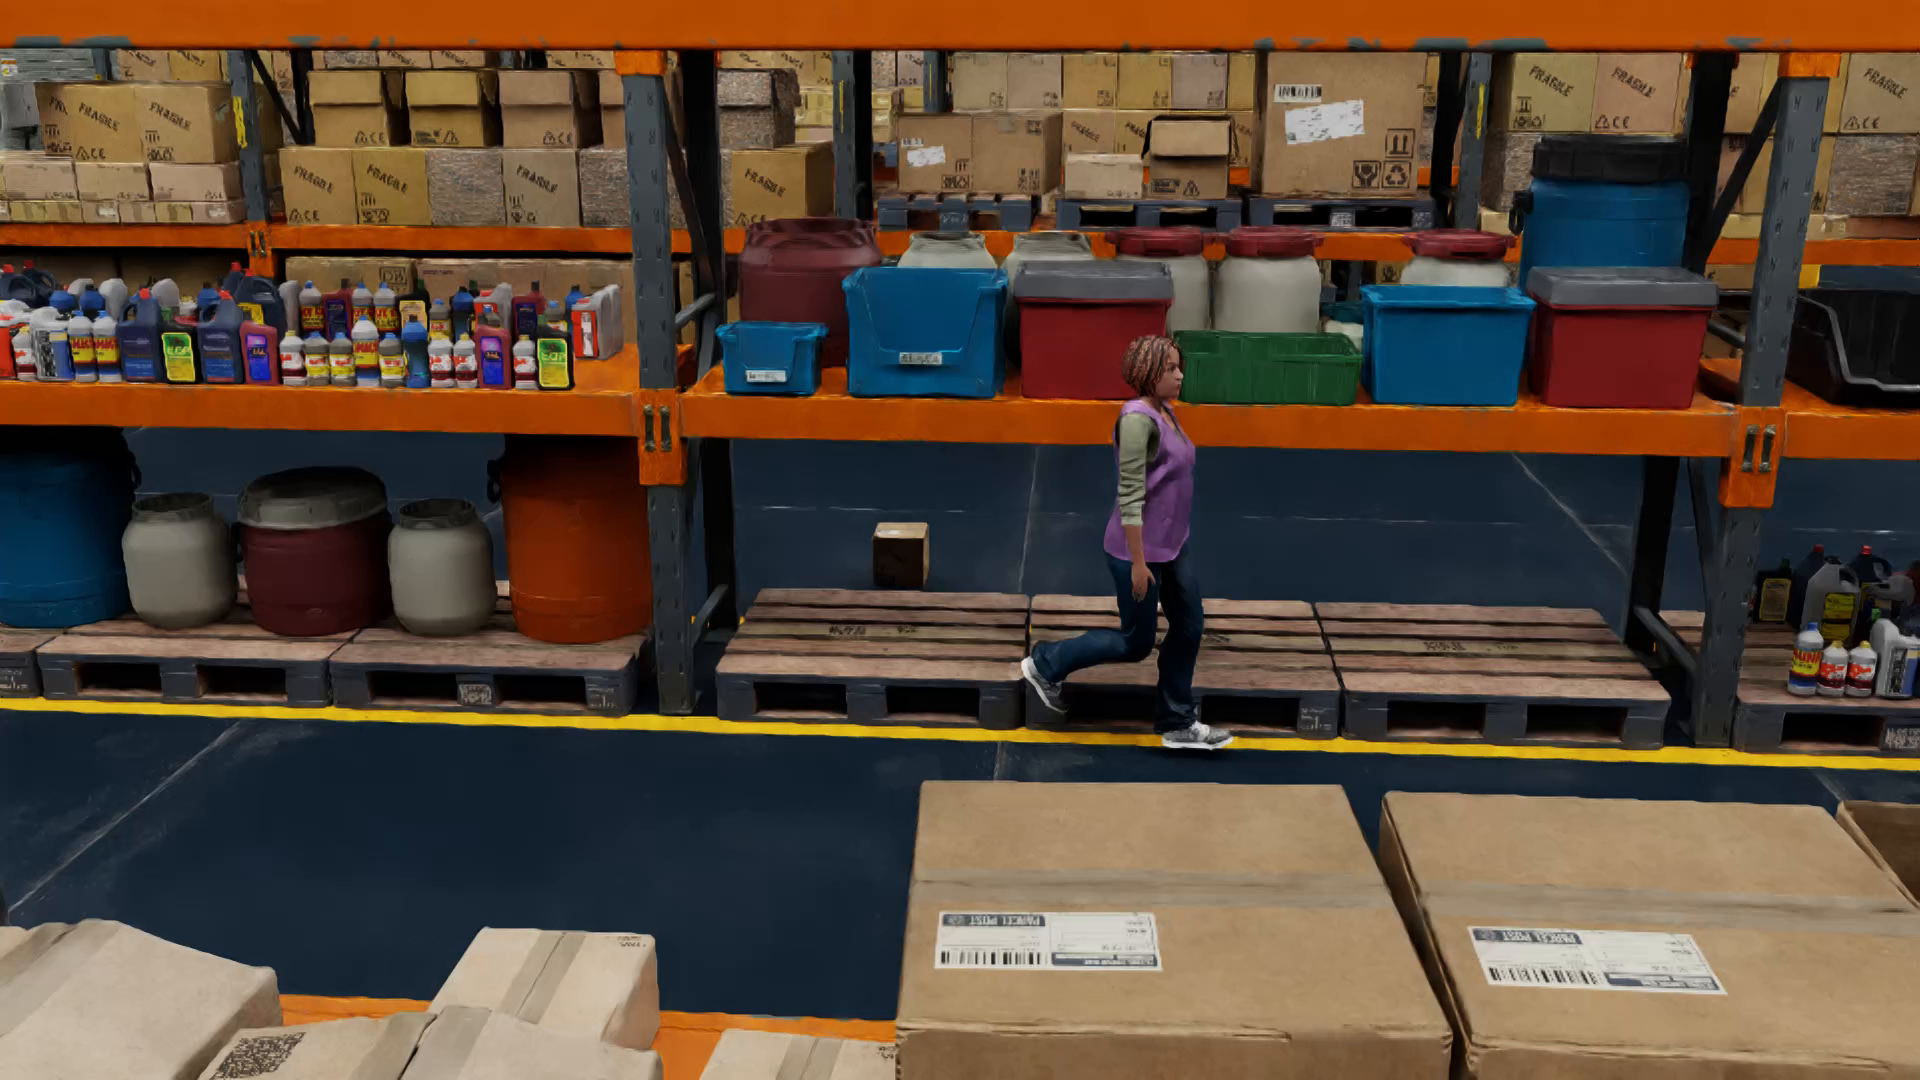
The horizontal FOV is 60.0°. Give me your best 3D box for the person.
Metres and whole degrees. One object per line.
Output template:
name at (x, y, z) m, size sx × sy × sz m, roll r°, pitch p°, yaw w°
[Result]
person at (0.618, 0.020, 6.048) m, size 0.801 × 1.558 × 0.424 m, roll 8°, pitch 19°, yaw 23°
